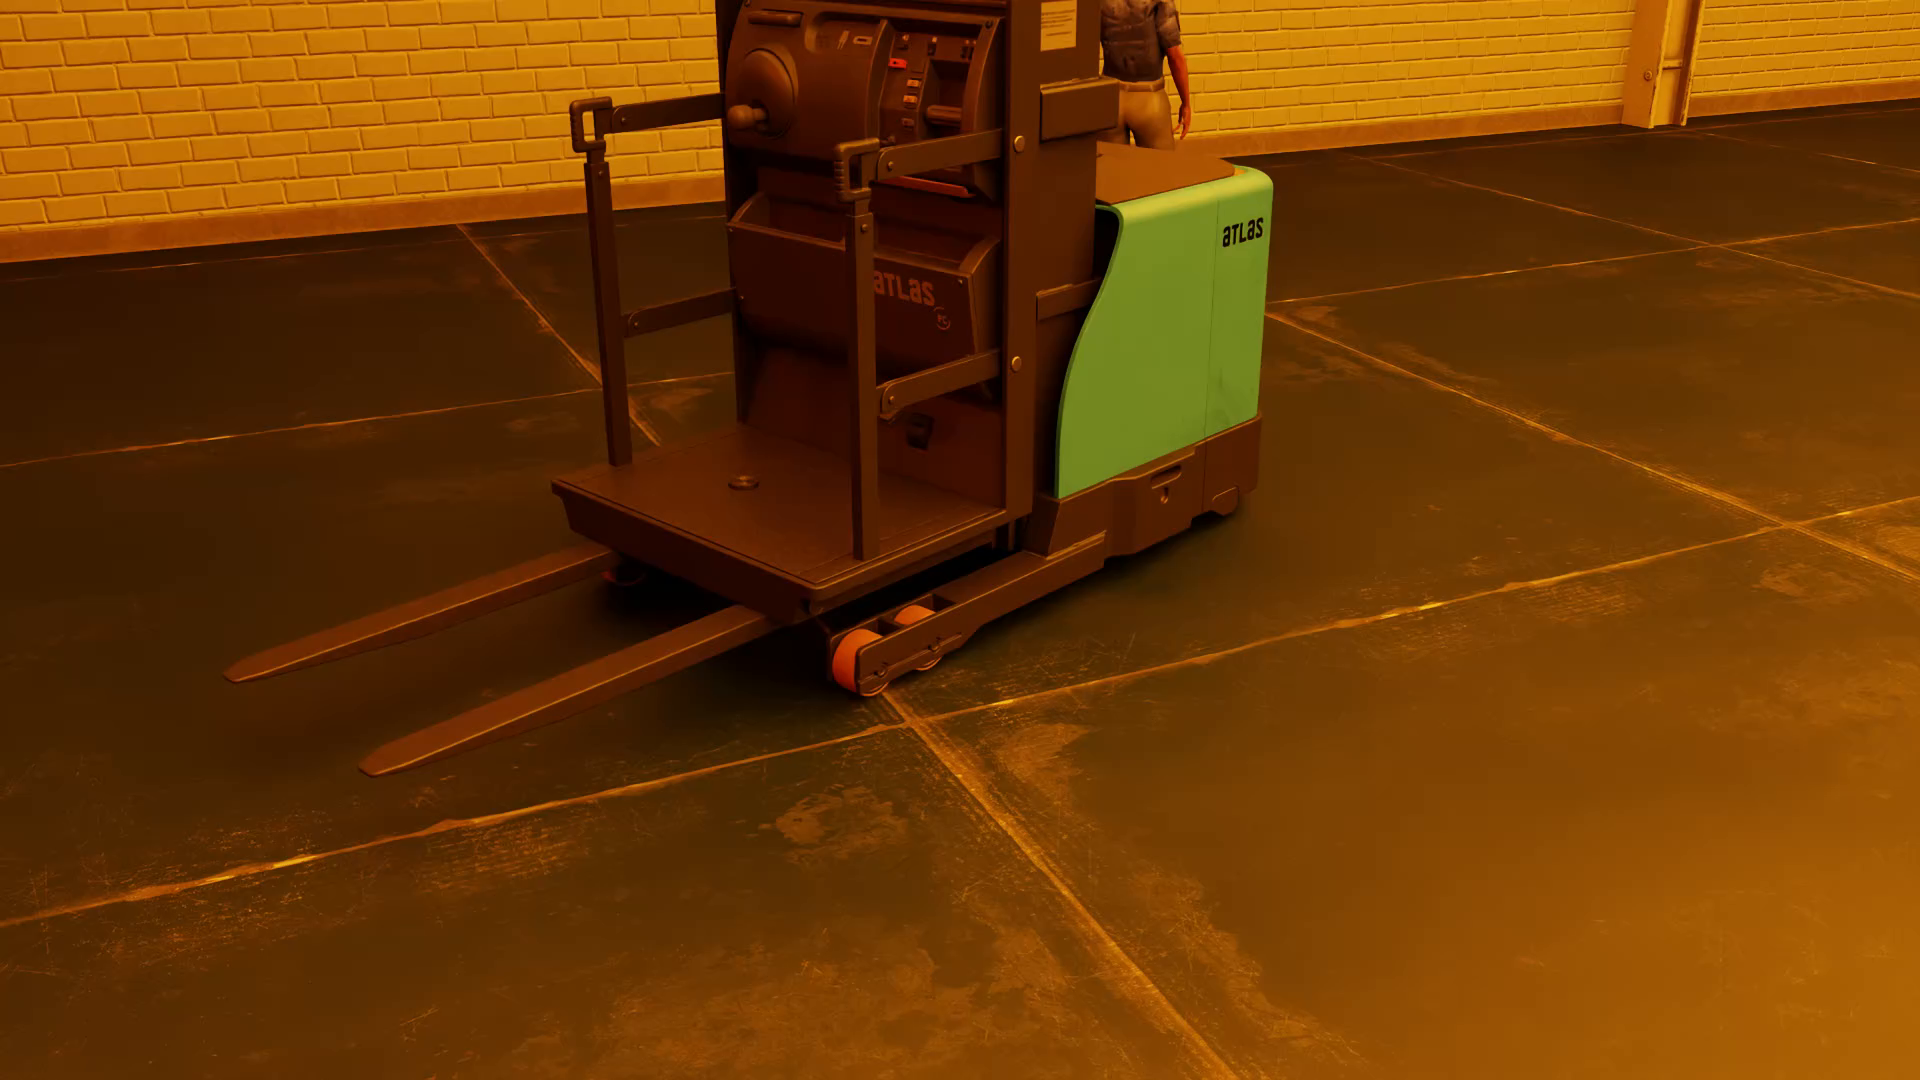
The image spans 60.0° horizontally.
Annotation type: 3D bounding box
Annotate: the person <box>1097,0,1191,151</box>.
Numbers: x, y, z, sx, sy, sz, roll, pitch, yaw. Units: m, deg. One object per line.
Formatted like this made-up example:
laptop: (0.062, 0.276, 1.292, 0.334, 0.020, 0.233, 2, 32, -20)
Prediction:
person: (0.819, -1.981, 7.702, 0.569, 1.654, 0.504, 6, 23, 15)

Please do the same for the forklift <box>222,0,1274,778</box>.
forklift: (-0.413, -1.182, 4.131, 1.130, 2.935, 3.031, 19, 29, 39)
